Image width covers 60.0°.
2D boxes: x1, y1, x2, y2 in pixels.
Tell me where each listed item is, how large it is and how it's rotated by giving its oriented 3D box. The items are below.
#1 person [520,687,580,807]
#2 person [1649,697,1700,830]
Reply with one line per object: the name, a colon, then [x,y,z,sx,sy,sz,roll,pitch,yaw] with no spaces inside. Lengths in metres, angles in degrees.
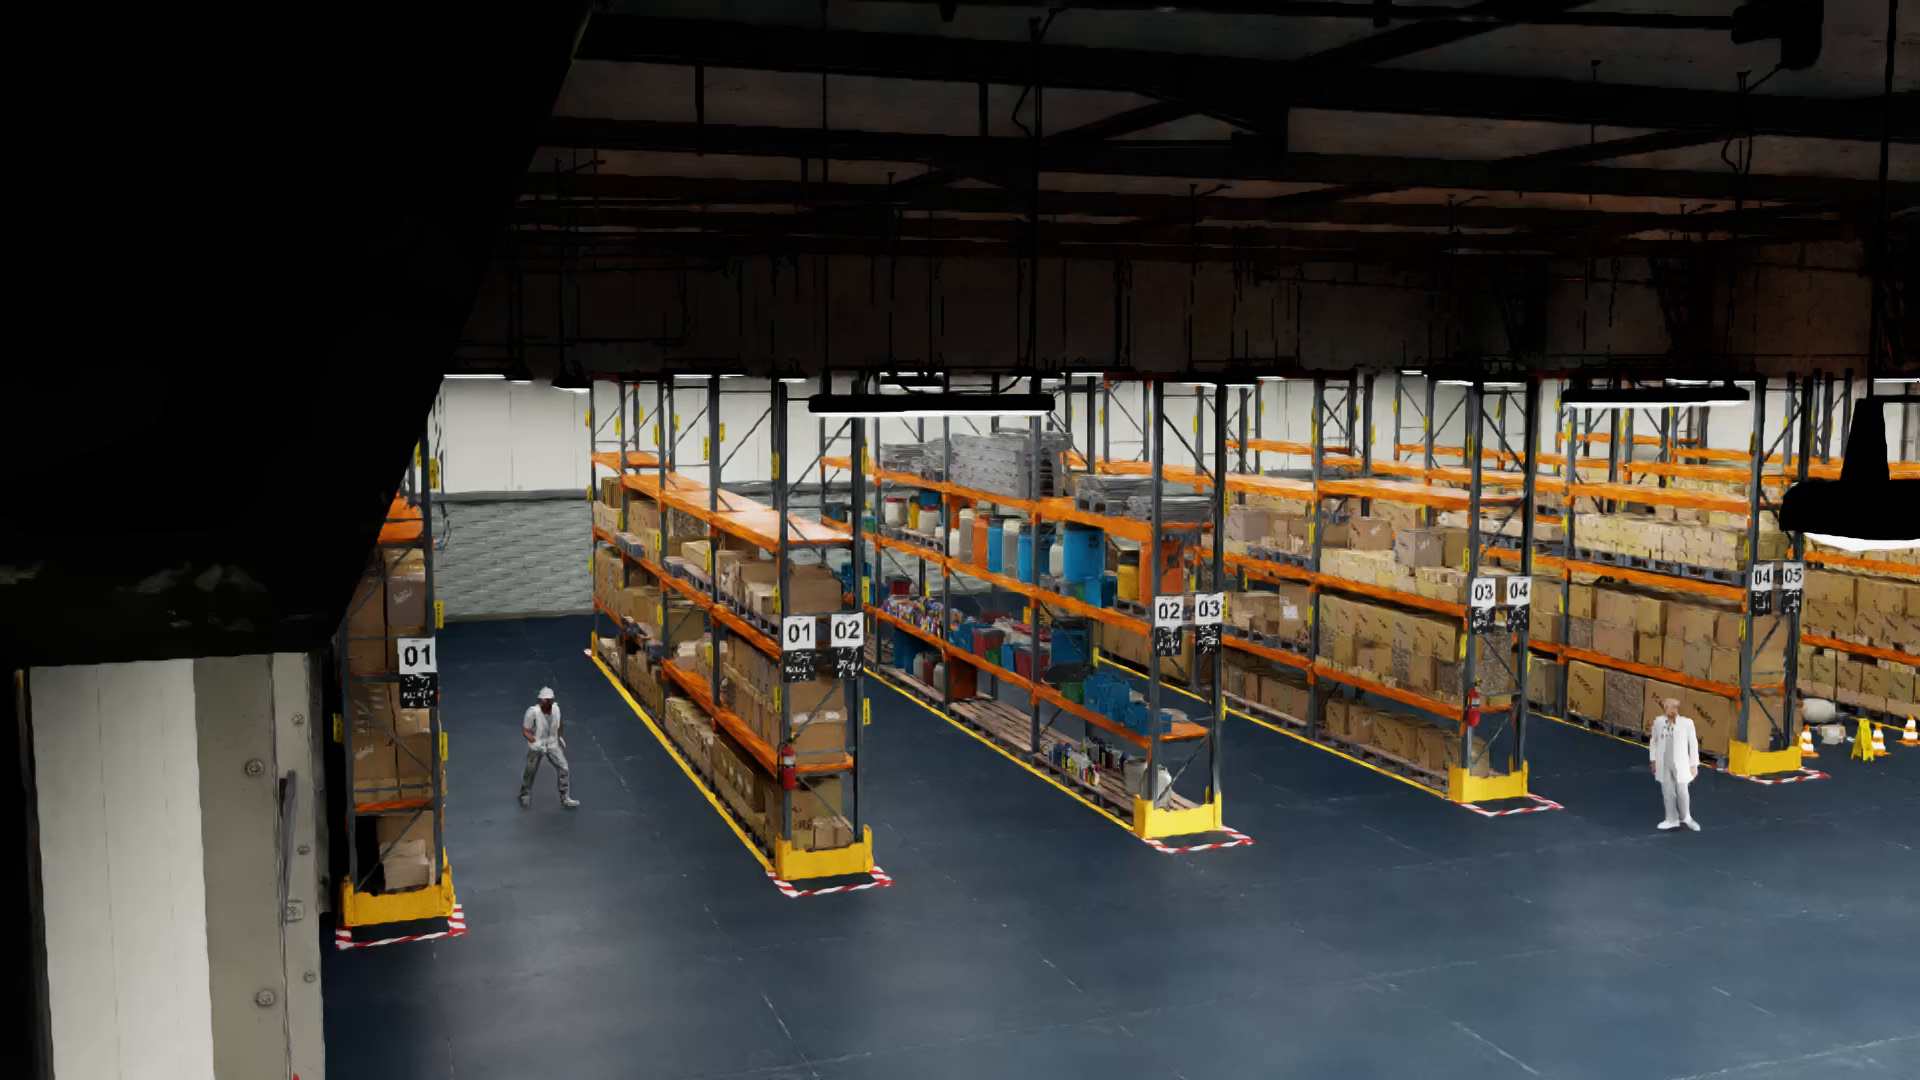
person: [-5.815,2.881,23.236,0.685,1.717,0.844,-5,8,-36]
person: [9.517,2.974,22.125,0.681,1.772,0.443,5,8,40]
